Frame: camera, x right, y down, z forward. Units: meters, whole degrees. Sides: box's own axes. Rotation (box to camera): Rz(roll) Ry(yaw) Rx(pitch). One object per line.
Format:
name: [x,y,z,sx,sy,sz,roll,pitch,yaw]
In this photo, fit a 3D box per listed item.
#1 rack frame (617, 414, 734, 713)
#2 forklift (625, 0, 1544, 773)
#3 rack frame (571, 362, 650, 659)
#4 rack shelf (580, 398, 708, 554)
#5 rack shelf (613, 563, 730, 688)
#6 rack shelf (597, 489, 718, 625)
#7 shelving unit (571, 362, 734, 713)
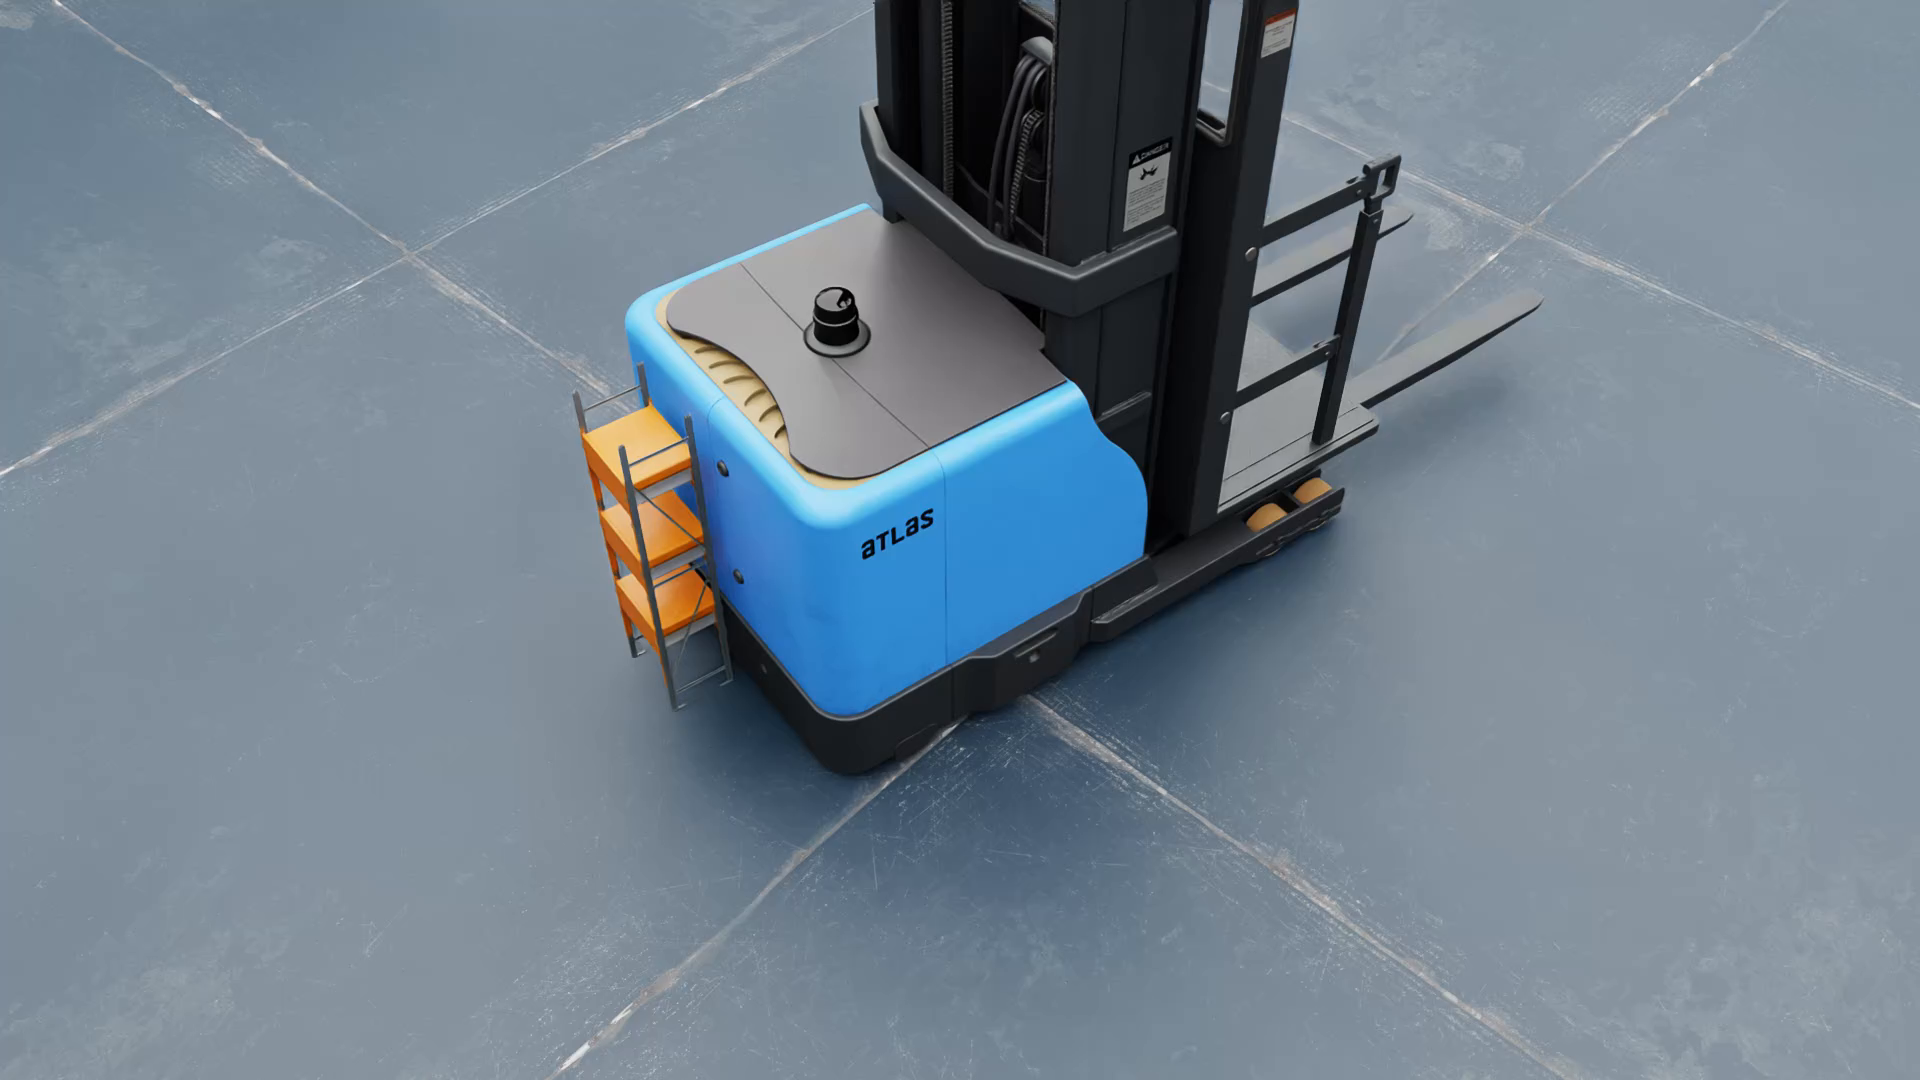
rack frame: [-0.746,0.093,4.443,0.200,1.050,0.008,-28,53,-24]
forklift: [0.594,-1.239,4.403,3.031,2.935,1.130,-28,53,-24]
rack frame: [-0.888,-0.052,4.578,0.200,1.050,0.008,-28,53,-24]
rack shelf: [-0.817,-0.166,4.311,0.215,0.259,0.240,-28,53,-24]
rack shelf: [-0.817,0.218,4.721,0.215,0.259,0.240,-28,53,-24]
rack shelf: [-0.817,0.028,4.518,0.215,0.259,0.240,-28,53,-24]
shelving unit: [-0.817,0.021,4.510,0.215,1.050,0.252,-28,53,-24]
